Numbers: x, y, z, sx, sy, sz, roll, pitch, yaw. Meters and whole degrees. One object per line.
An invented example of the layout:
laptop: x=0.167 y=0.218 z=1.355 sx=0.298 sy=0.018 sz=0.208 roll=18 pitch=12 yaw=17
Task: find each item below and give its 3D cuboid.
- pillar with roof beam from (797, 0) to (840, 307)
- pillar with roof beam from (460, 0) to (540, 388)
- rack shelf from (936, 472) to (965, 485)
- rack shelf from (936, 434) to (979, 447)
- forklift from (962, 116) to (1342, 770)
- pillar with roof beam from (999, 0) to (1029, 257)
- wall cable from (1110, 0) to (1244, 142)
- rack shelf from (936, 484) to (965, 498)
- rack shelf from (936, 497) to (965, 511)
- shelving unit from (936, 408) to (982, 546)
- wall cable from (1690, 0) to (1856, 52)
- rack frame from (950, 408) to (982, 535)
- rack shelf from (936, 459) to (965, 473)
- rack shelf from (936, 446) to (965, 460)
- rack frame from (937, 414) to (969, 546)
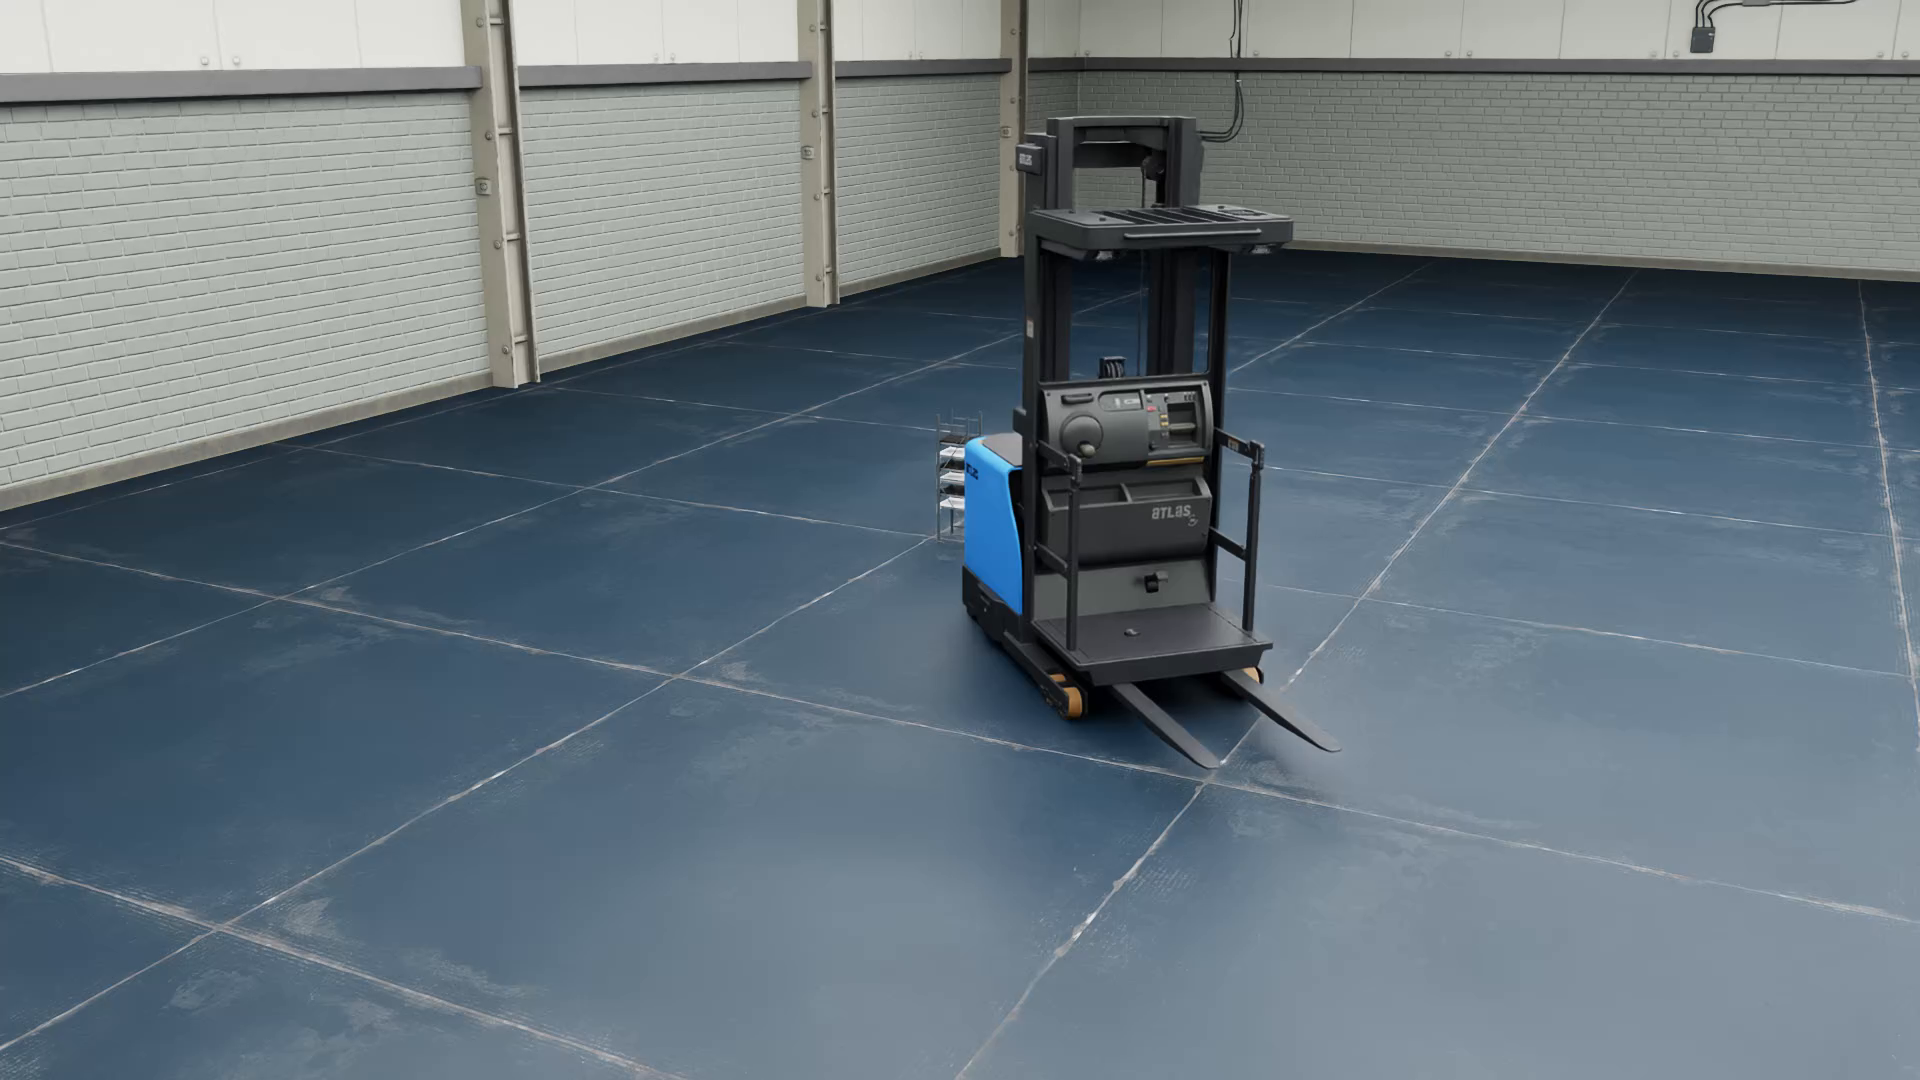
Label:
pillar with roof beam: x=2.027 y=-6.882 z=18.891 sx=9.100 sy=9.000 sz=0.400 roll=8 pitch=18 yaw=25
pillar with roof beam: x=-0.654 y=-5.354 z=13.745 sx=9.100 sy=9.000 sz=0.400 roll=8 pitch=18 yaw=25
rack shelf: x=-0.004 y=-0.397 z=11.399 sx=0.258 sy=0.077 sz=0.200 roll=8 pitch=18 yaw=25
rack shelf: x=-0.004 y=-0.656 z=11.322 sx=0.258 sy=0.077 sz=0.200 roll=8 pitch=18 yaw=25
forklift: x=0.949 y=-0.621 z=8.466 sx=1.130 sy=2.935 sz=3.031 roll=-5 pitch=17 yaw=-17
pillar with roof beam: x=4.708 y=-8.411 z=24.036 sx=9.100 sy=9.000 sz=0.400 roll=8 pitch=18 yaw=25
wall cable: x=3.356 y=-8.052 z=28.282 sx=3.097 sy=2.526 sz=0.112 roll=8 pitch=18 yaw=25
rack shelf: x=-0.004 y=-0.311 z=11.424 sx=0.258 sy=0.077 sz=0.200 roll=8 pitch=18 yaw=25
rack shelf: x=-0.004 y=-0.225 z=11.450 sx=0.258 sy=0.077 sz=0.200 roll=8 pitch=18 yaw=25
shelving unit: x=-0.004 y=-0.429 z=11.389 sx=0.258 sy=0.900 sz=0.210 roll=8 pitch=18 yaw=25
wall cable: x=11.842 y=-9.959 z=23.276 sx=2.305 sy=6.003 sz=0.169 roll=8 pitch=18 yaw=25
rack frame: x=0.042 y=-0.455 z=11.476 sx=0.240 sy=0.900 sz=0.006 roll=8 pitch=18 yaw=25
rack shelf: x=-0.004 y=-0.484 z=11.373 sx=0.258 sy=0.077 sz=0.200 roll=8 pitch=18 yaw=25
rack shelf: x=-0.004 y=-0.570 z=11.348 sx=0.258 sy=0.077 sz=0.200 roll=8 pitch=18 yaw=25
rack frame: x=-0.049 y=-0.403 z=11.302 sx=0.240 sy=0.900 sz=0.006 roll=8 pitch=18 yaw=25
